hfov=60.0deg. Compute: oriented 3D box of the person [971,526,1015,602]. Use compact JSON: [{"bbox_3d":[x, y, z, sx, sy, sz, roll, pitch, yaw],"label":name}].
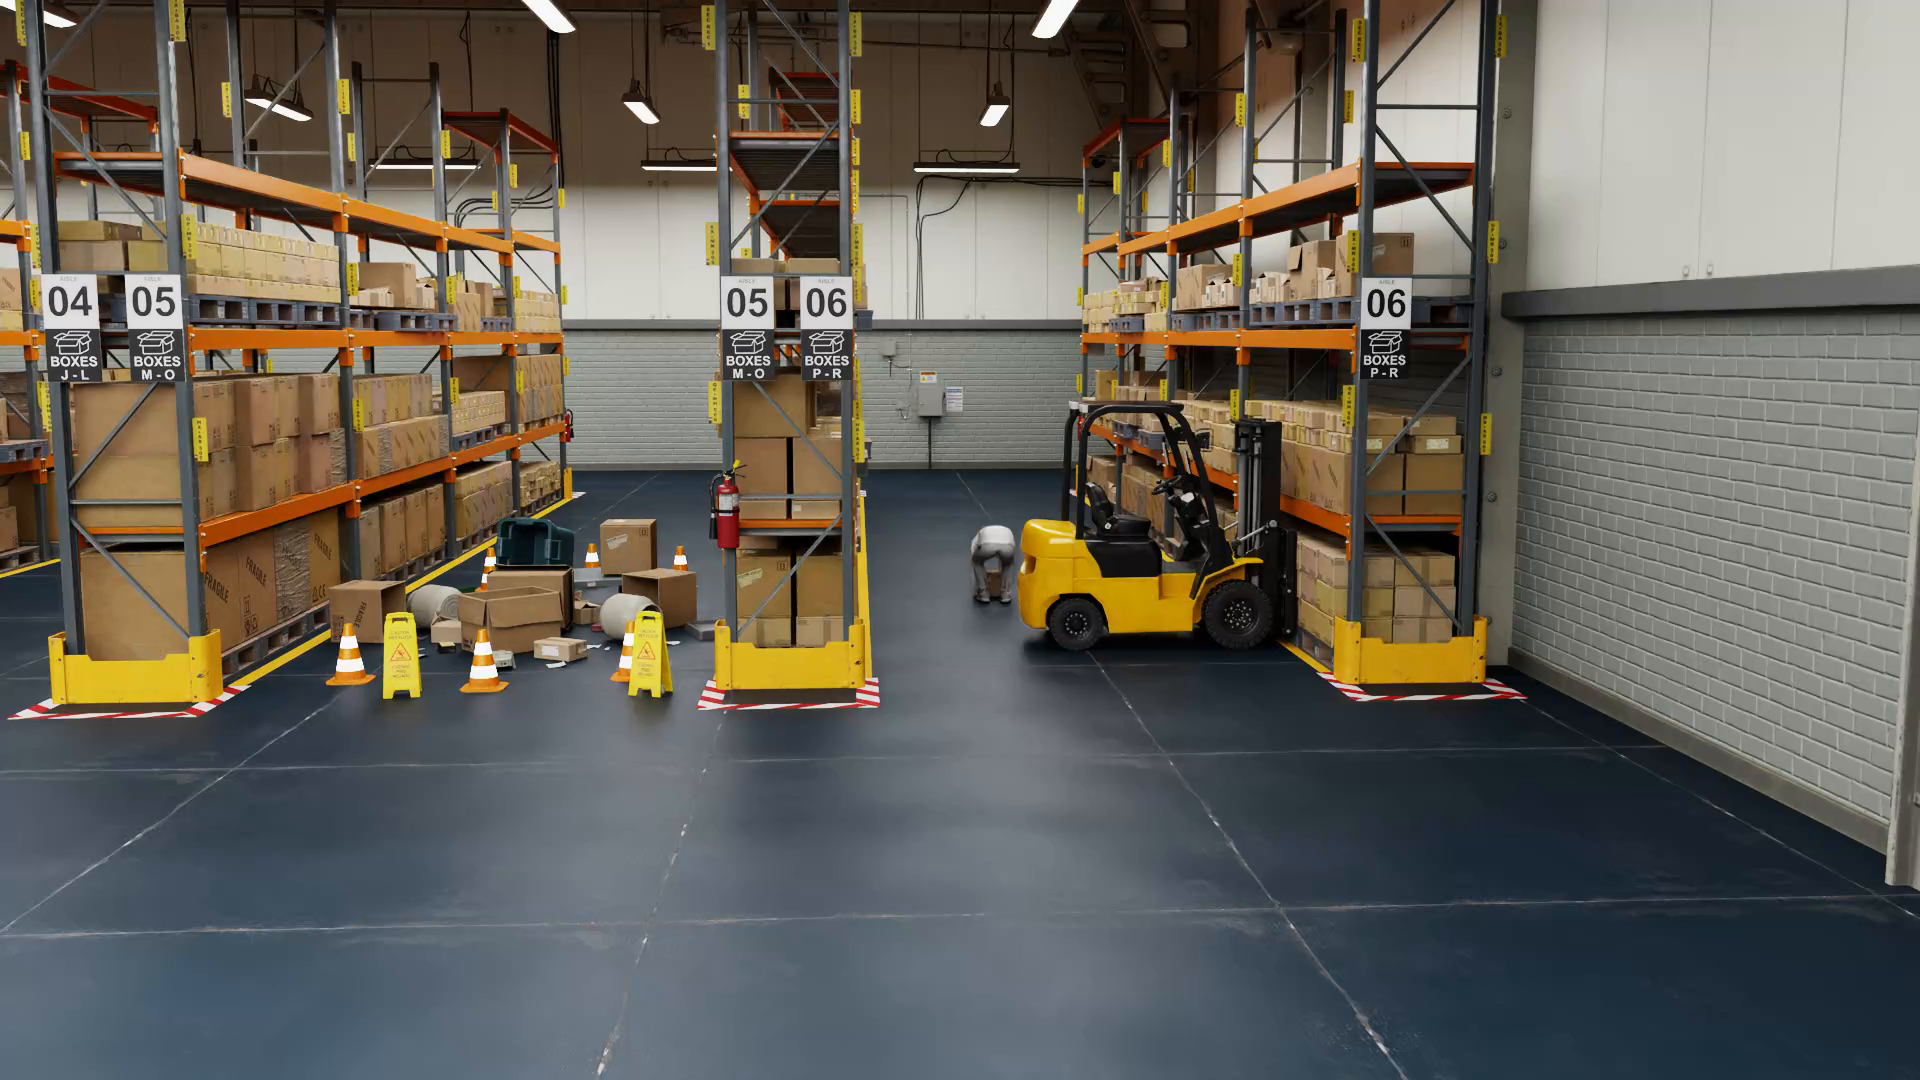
[{"bbox_3d":[0.342,0.242,17.452,0.453,0.813,0.901,-1,7,-6],"label":"person"}]
